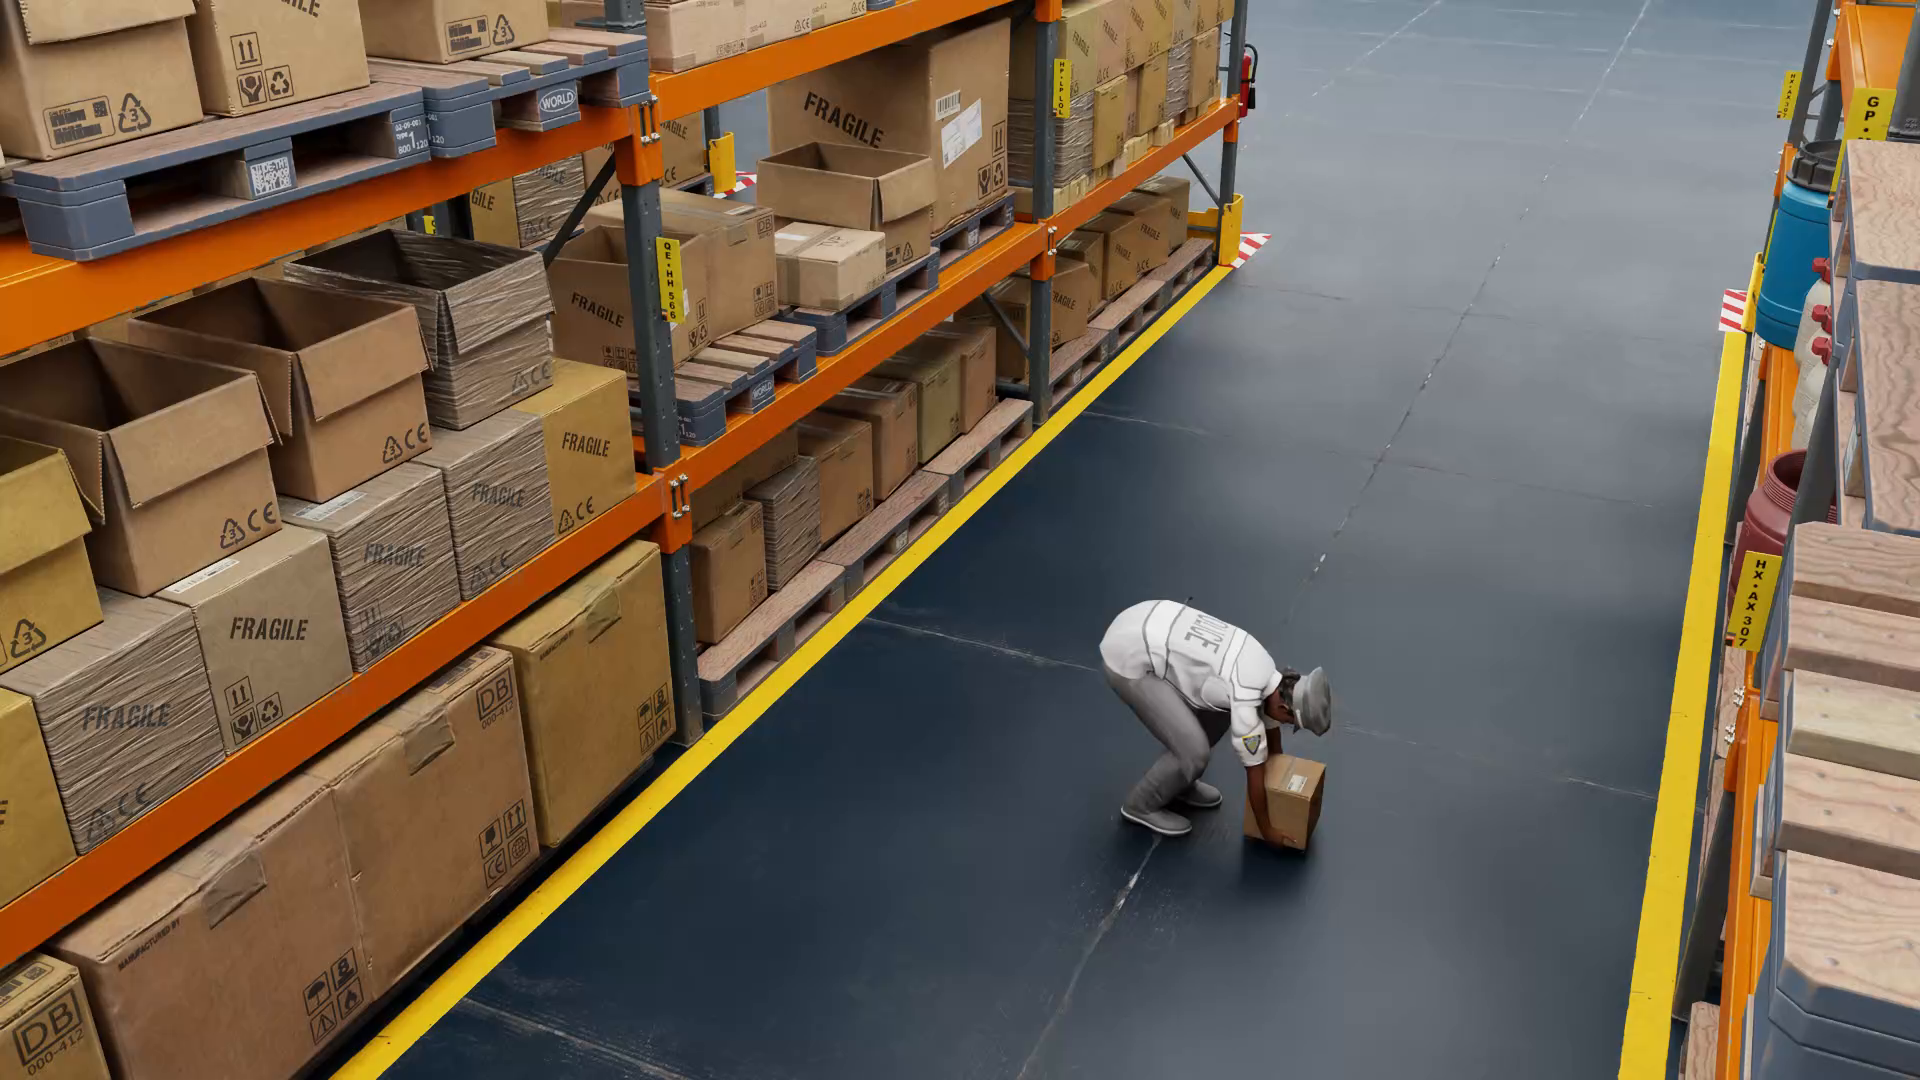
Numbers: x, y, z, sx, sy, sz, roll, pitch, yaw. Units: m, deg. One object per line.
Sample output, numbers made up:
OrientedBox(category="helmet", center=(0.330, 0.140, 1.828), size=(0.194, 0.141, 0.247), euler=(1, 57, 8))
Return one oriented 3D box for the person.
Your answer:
OrientedBox(category="person", center=(0.988, 0.718, 6.515), size=(0.904, 0.908, 0.451), euler=(10, 28, 19))
